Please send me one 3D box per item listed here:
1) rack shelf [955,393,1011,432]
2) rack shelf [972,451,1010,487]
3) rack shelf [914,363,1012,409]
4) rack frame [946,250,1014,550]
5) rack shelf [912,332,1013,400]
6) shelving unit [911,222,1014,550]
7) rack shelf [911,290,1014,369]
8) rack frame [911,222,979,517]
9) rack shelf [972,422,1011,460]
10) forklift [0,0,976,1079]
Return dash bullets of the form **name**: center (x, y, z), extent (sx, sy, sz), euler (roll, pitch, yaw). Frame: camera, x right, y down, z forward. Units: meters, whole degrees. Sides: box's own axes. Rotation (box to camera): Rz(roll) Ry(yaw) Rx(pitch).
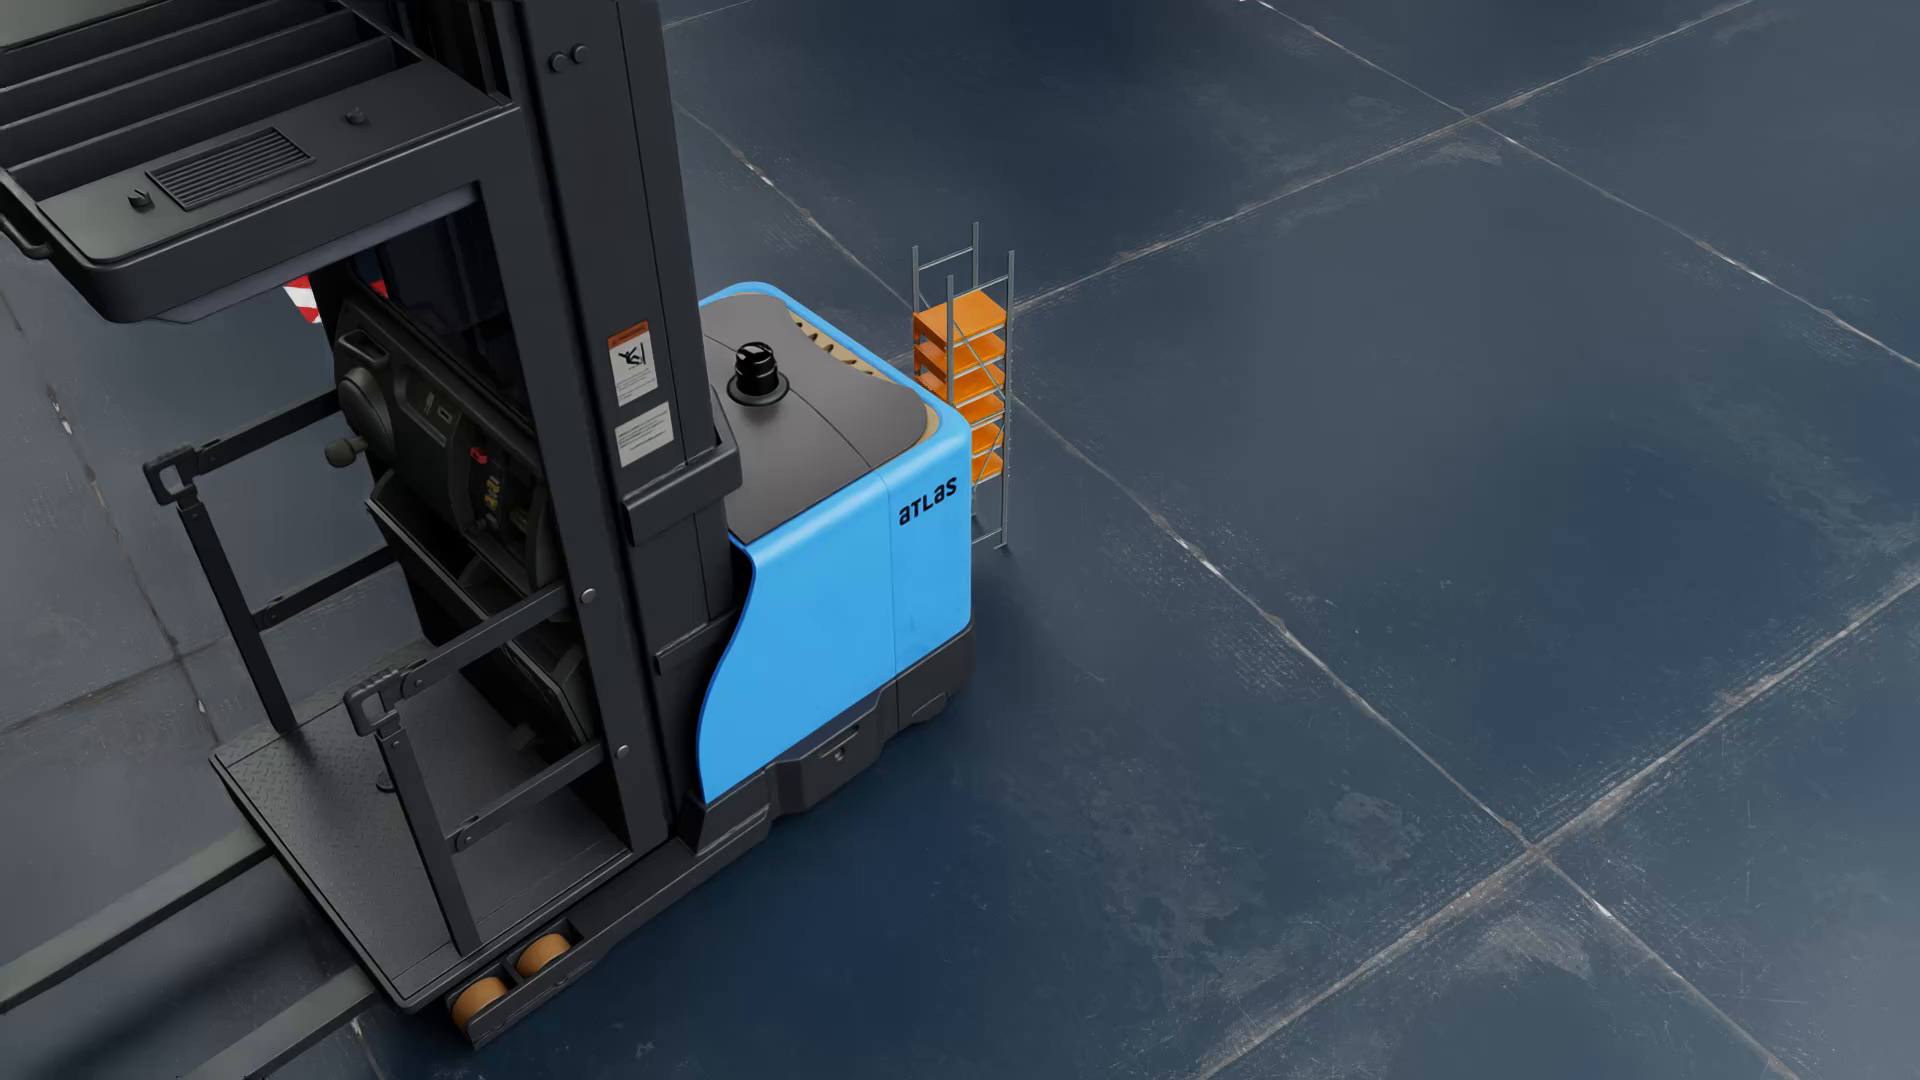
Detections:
- **rack shelf**: center (0.008, -0.394, 5.358), extent (0.258, 0.103, 0.180), euler (-26, 49, -24)
- **rack shelf**: center (0.008, -0.220, 5.524), extent (0.258, 0.103, 0.180), euler (-26, 49, -24)
- **rack shelf**: center (0.008, -0.480, 5.275), extent (0.258, 0.103, 0.180), euler (-26, 49, -24)
- **rack frame**: center (0.061, -0.374, 5.273), extent (0.240, 1.200, 0.006), euler (-26, 49, -24)
- **rack shelf**: center (0.008, -0.567, 5.192), extent (0.258, 0.103, 0.180), euler (-26, 49, -24)
- **shelving unit**: center (0.008, -0.426, 5.327), extent (0.258, 1.200, 0.189), euler (-26, 49, -24)
- **rack shelf**: center (0.008, -0.654, 5.109), extent (0.258, 0.103, 0.180), euler (-26, 49, -24)
- **rack frame**: center (-0.044, -0.478, 5.381), extent (0.240, 1.200, 0.006), euler (-26, 49, -24)
- **rack shelf**: center (0.008, -0.307, 5.441), extent (0.258, 0.103, 0.180), euler (-26, 49, -24)
- **forklift**: center (-1.374, -0.157, 3.792), extent (3.031, 2.935, 1.130), euler (-33, 53, -30)
